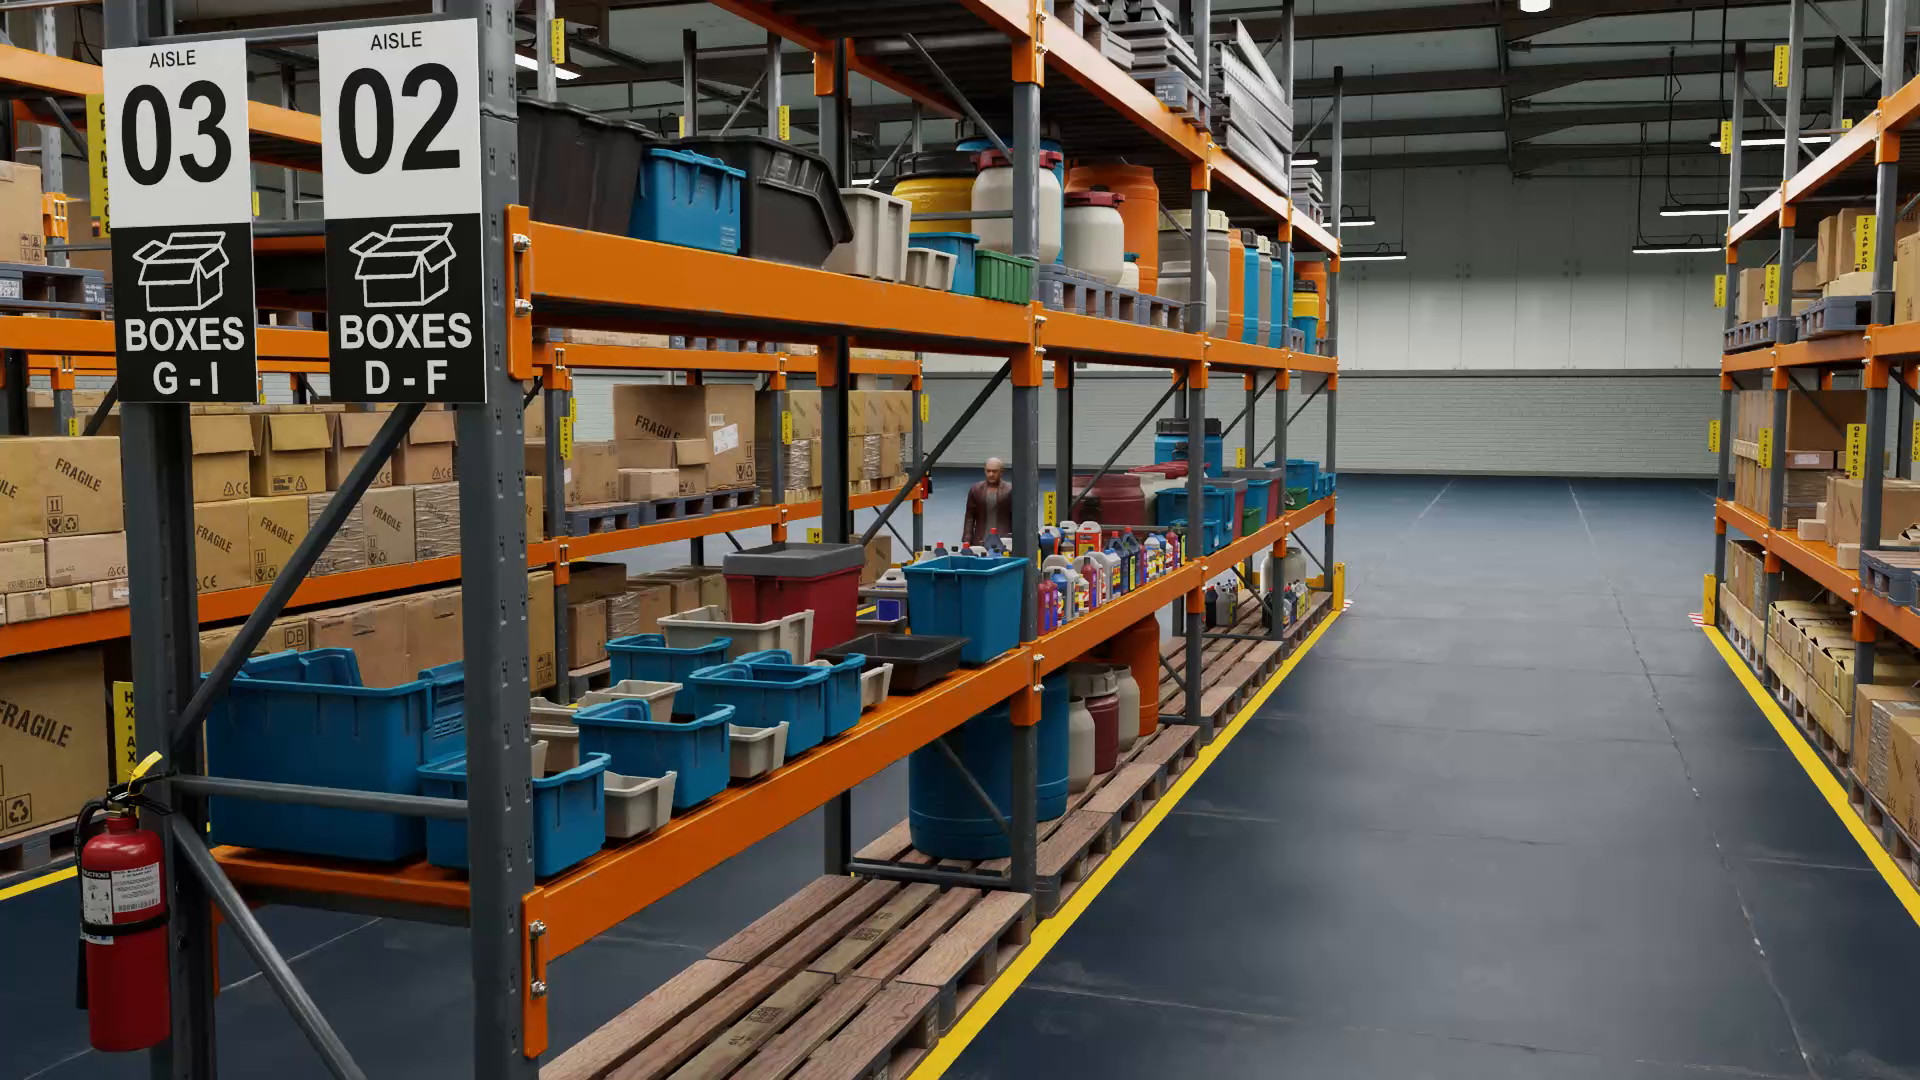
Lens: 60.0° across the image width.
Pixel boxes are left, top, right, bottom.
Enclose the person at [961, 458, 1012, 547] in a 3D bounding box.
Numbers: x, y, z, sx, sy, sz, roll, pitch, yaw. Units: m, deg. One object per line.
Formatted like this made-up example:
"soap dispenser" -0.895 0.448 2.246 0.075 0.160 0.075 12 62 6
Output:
"person" 0.332 0.053 16.838 0.653 1.774 0.423 1 5 15
